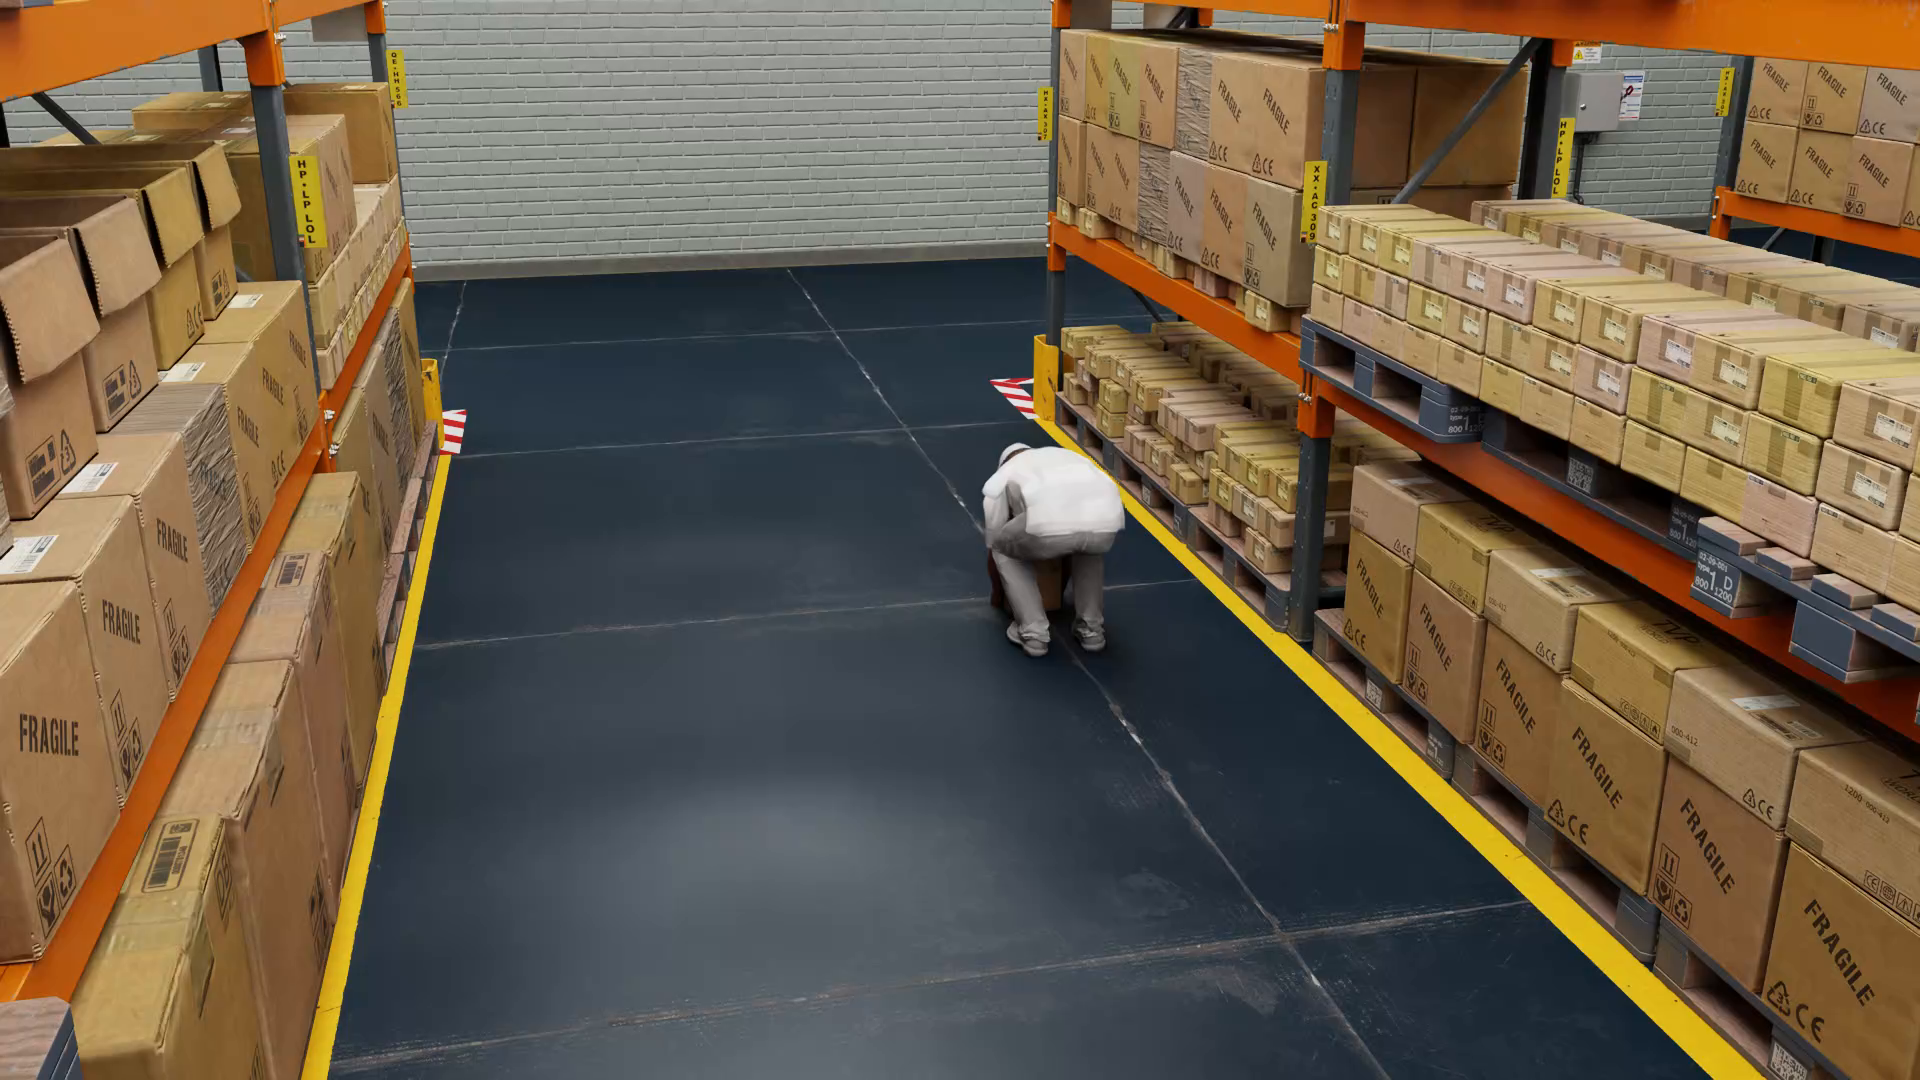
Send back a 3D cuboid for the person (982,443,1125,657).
[{"bbox_3d":[0.382,0.011,7.410,0.517,0.862,0.980,-5,20,-14],"label":"person"}]
